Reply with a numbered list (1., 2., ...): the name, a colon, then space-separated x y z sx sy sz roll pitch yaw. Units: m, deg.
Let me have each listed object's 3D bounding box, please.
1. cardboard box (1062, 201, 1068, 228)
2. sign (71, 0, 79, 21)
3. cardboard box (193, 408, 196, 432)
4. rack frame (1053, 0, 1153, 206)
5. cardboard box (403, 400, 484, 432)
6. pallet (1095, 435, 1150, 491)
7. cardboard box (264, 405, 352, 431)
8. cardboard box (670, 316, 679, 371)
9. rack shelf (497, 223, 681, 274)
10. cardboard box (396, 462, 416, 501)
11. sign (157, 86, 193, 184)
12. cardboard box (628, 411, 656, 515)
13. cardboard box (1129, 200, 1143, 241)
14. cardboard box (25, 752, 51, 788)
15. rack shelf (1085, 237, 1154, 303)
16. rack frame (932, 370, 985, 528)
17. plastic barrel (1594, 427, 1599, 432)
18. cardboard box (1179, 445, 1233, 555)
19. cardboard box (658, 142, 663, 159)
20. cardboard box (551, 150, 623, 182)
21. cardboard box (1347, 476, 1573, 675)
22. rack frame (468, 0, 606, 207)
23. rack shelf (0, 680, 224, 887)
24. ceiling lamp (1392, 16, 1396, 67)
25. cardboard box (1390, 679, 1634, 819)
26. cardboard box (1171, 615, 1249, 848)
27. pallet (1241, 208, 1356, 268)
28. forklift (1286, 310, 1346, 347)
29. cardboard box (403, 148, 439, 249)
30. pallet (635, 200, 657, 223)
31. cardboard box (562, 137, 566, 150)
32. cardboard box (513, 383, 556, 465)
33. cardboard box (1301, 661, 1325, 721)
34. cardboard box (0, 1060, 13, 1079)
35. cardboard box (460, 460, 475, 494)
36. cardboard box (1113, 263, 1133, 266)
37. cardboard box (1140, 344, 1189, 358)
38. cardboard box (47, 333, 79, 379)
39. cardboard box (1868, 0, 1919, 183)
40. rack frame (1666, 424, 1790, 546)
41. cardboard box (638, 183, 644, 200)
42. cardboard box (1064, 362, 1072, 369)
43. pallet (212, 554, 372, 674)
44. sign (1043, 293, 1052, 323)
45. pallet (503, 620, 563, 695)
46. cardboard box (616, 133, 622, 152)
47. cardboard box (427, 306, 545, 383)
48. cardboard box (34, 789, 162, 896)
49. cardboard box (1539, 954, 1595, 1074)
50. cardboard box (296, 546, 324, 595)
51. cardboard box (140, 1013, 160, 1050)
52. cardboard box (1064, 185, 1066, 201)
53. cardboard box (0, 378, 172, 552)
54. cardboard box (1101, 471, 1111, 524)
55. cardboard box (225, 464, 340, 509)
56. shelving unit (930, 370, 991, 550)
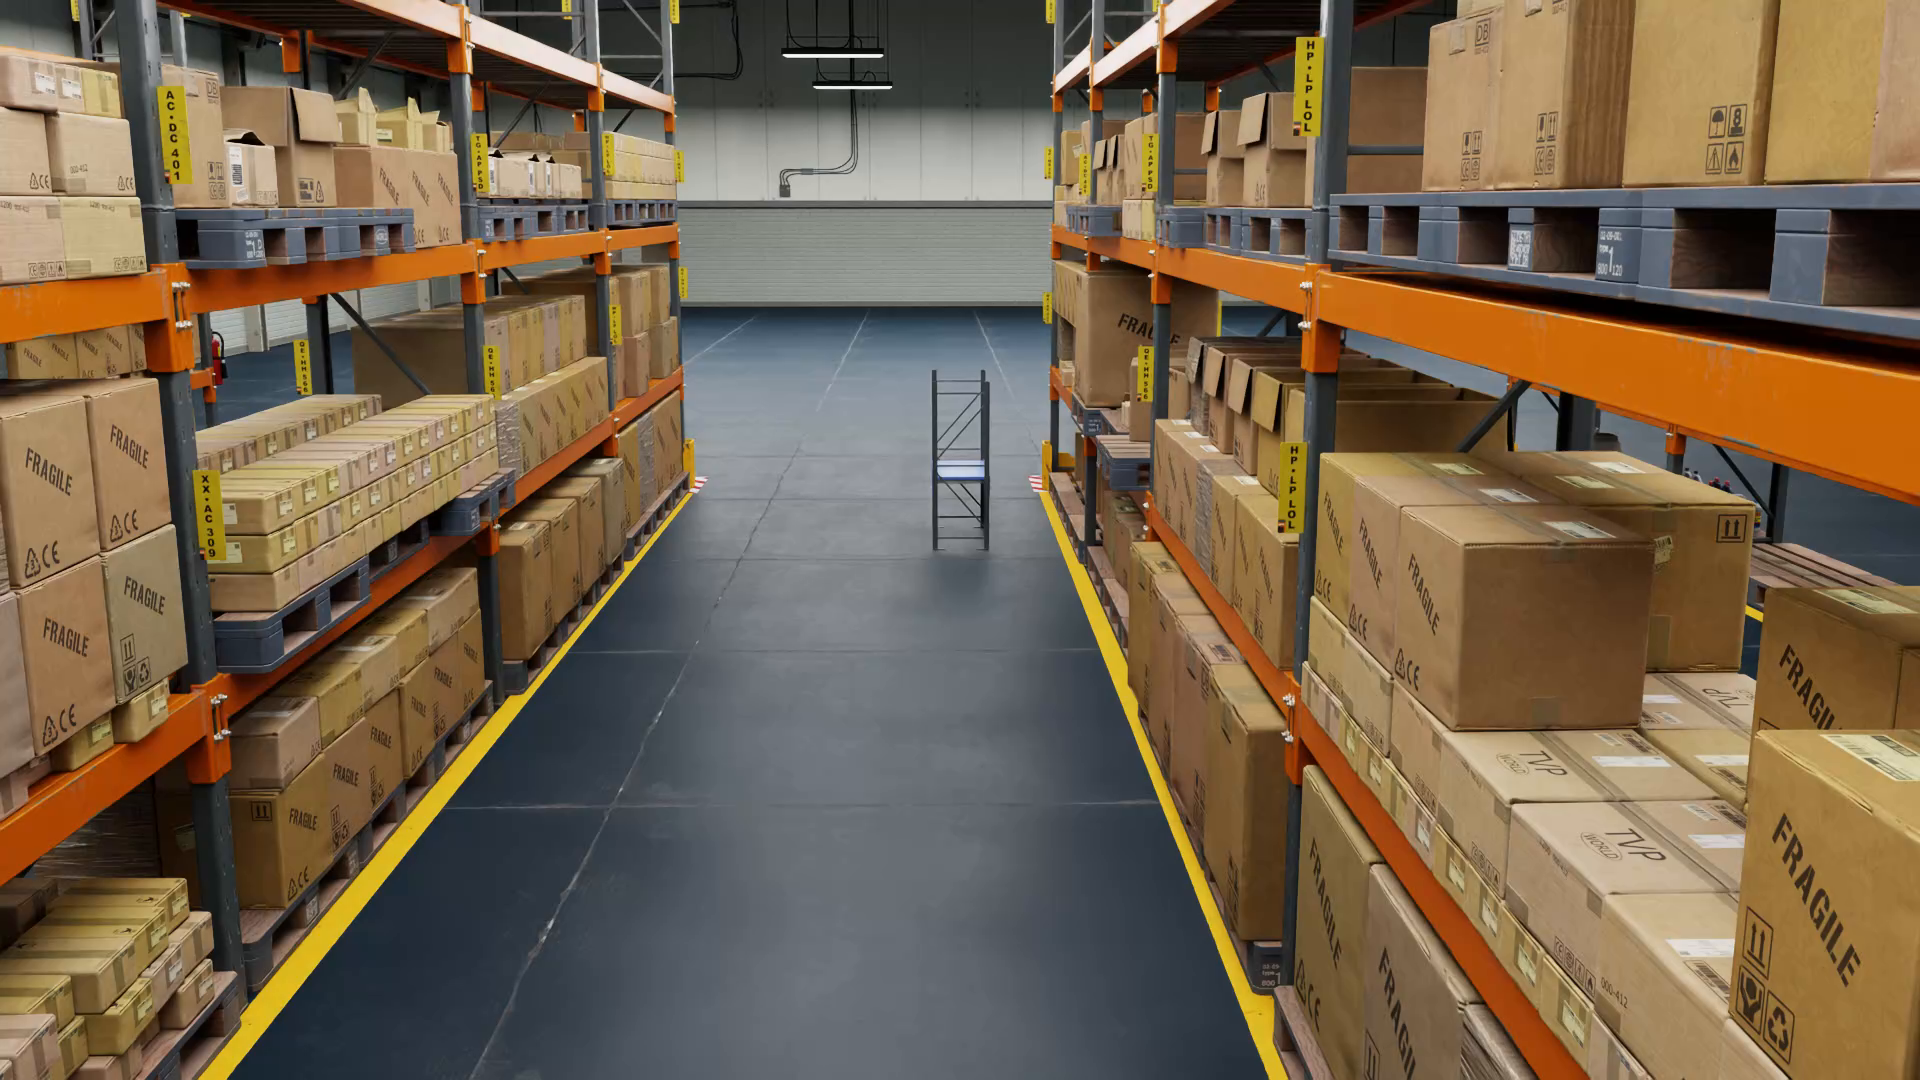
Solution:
1. cardboard box: 1.252 -3.144 16.038 0.500 0.250 0.500 0 11 -1
2. sign: -8.973 -5.439 16.881 0.100 0.325 0.005 0 11 -1
3. cardboard box: -8.153 -1.073 16.966 0.500 0.500 0.500 0 11 -1
4. rack frame: 1.477 -4.986 17.193 1.000 3.000 0.127 0 11 -1
5. cardboard box: -2.847 -0.684 9.156 0.380 0.149 0.250 0 11 -2
6. pallet: 1.521 -0.503 10.666 1.213 0.211 1.003 0 11 -1
7. cardboard box: -3.494 -0.635 8.913 0.380 0.149 0.250 0 11 -1
8. cardboard box: -3.431 -2.045 17.410 0.875 0.550 0.550 0 11 -1
9. rack shelf: -3.442 -2.765 15.602 1.077 0.370 4.000 0 11 -1
10. cardboard box: -2.818 -0.280 7.911 0.380 0.149 0.250 0 11 -2
11. sign: -2.693 -1.387 5.699 0.100 0.325 0.005 0 11 -1
12. cardboard box: -3.367 -0.719 15.539 0.875 0.875 0.875 0 11 -1
13. cardboard box: 1.364 -2.044 10.614 0.500 0.250 0.500 0 11 -1
14. cardboard box: -2.999 0.675 5.013 0.380 0.149 0.250 -1 11 -3
15. rack shelf: 1.601 -1.971 11.684 1.077 0.370 4.000 0 11 -1
16. rack frame: -0.012 -0.853 15.683 0.500 1.500 0.032 0 11 -1
17. plastic barrel: 6.519 -0.922 17.452 0.421 0.512 0.421 0 11 0
18. cardboard box: 1.408 -0.202 8.452 0.500 0.500 0.500 0 11 -2
19. cardboard box: -3.122 -3.820 16.311 0.380 0.149 0.250 0 11 0
20. cardboard box: -3.131 -3.146 13.989 0.500 0.250 0.500 0 11 -1
21. cardboard box: 1.482 0.094 4.985 0.500 0.500 0.500 0 11 -1
22. rack frame: -3.401 -4.190 13.272 1.000 3.000 0.127 0 11 -1
23. rack shelf: -3.194 1.090 4.142 1.077 0.370 4.000 0 11 -1
24. ceiling lamp: 11.714 -12.947 41.753 2.000 3.185 0.800 0 11 -1
25. cardboard box: 1.495 0.564 4.556 0.500 0.250 0.500 0 11 0
26. cardboard box: 1.673 0.870 7.703 1.225 0.875 0.875 -1 11 -3
27. pallet: 1.657 -1.219 6.649 0.805 0.209 1.217 -1 11 -3
28. forklift: 3.650 -1.442 14.988 3.031 2.935 1.130 2 12 11
29. cardboard box: -3.029 -1.762 8.597 0.500 0.500 0.500 0 11 -1
30. pallet: -3.430 -3.081 15.573 1.003 0.211 1.213 0 11 -1
31. cardboard box: -3.753 -3.565 15.053 0.380 0.149 0.250 0 11 -2
32. cardboard box: -3.081 -0.796 11.377 0.500 0.500 0.500 0 11 -1
33. cardboard box: 1.399 0.523 5.760 0.380 0.149 0.250 0 11 -1
34. cardboard box: -2.868 1.568 4.593 0.380 0.149 0.250 -1 11 -3
35. cardboard box: -2.840 -0.341 8.963 0.380 0.149 0.250 0 11 0
36. cardboard box: 1.760 -2.423 16.137 0.500 0.500 0.500 0 11 -1
37. cardboard box: 1.688 -1.163 12.121 0.797 0.503 0.637 1 12 5
38. cardboard box: -8.112 -1.593 14.558 0.500 0.500 0.500 0 11 -1
39. cardboard box: 1.744 -0.742 2.261 0.700 0.500 0.500 -1 12 -5
40. rack frame: 6.512 -1.271 13.970 1.000 3.000 0.127 0 11 -1
41. cardboard box: -3.097 -3.179 15.155 0.380 0.149 0.250 0 11 -1
42. cardboard box: 1.247 -1.716 16.795 0.380 0.149 0.250 0 11 -1
43. pallet: -3.106 0.281 6.801 1.003 0.211 1.213 0 11 -1
44. sign: 0.935 -2.468 17.692 0.100 0.325 0.005 0 11 -1
45. pallet: -3.259 0.754 11.001 1.003 0.211 1.213 0 11 -1
46. cardboard box: -3.075 -3.367 14.078 0.380 0.149 0.250 0 11 -2
47. cardboard box: -3.353 -1.388 11.779 0.700 0.500 0.500 0 11 -2
48. cardboard box: -3.503 1.213 6.957 0.500 0.500 0.500 0 11 -2
49. cardboard box: 1.449 0.985 3.480 0.380 0.149 0.250 0 11 -2
50. cardboard box: -2.796 0.122 6.680 0.380 0.149 0.250 0 11 0
51. cardboard box: -2.965 1.660 5.638 0.380 0.149 0.250 0 11 0
52. cardboard box: 1.223 -3.426 16.423 0.380 0.149 0.250 0 11 1
53. cardboard box: -2.956 -0.253 5.436 0.500 0.500 0.500 -1 11 -3
54. cardboard box: 1.572 -0.425 15.031 0.500 0.500 0.500 4 12 17
55. cardboard box: -2.799 -0.221 6.874 0.380 0.149 0.250 0 11 -1
56. shelving unit: -0.002 -0.752 15.184 0.538 1.500 1.048 0 11 -1
